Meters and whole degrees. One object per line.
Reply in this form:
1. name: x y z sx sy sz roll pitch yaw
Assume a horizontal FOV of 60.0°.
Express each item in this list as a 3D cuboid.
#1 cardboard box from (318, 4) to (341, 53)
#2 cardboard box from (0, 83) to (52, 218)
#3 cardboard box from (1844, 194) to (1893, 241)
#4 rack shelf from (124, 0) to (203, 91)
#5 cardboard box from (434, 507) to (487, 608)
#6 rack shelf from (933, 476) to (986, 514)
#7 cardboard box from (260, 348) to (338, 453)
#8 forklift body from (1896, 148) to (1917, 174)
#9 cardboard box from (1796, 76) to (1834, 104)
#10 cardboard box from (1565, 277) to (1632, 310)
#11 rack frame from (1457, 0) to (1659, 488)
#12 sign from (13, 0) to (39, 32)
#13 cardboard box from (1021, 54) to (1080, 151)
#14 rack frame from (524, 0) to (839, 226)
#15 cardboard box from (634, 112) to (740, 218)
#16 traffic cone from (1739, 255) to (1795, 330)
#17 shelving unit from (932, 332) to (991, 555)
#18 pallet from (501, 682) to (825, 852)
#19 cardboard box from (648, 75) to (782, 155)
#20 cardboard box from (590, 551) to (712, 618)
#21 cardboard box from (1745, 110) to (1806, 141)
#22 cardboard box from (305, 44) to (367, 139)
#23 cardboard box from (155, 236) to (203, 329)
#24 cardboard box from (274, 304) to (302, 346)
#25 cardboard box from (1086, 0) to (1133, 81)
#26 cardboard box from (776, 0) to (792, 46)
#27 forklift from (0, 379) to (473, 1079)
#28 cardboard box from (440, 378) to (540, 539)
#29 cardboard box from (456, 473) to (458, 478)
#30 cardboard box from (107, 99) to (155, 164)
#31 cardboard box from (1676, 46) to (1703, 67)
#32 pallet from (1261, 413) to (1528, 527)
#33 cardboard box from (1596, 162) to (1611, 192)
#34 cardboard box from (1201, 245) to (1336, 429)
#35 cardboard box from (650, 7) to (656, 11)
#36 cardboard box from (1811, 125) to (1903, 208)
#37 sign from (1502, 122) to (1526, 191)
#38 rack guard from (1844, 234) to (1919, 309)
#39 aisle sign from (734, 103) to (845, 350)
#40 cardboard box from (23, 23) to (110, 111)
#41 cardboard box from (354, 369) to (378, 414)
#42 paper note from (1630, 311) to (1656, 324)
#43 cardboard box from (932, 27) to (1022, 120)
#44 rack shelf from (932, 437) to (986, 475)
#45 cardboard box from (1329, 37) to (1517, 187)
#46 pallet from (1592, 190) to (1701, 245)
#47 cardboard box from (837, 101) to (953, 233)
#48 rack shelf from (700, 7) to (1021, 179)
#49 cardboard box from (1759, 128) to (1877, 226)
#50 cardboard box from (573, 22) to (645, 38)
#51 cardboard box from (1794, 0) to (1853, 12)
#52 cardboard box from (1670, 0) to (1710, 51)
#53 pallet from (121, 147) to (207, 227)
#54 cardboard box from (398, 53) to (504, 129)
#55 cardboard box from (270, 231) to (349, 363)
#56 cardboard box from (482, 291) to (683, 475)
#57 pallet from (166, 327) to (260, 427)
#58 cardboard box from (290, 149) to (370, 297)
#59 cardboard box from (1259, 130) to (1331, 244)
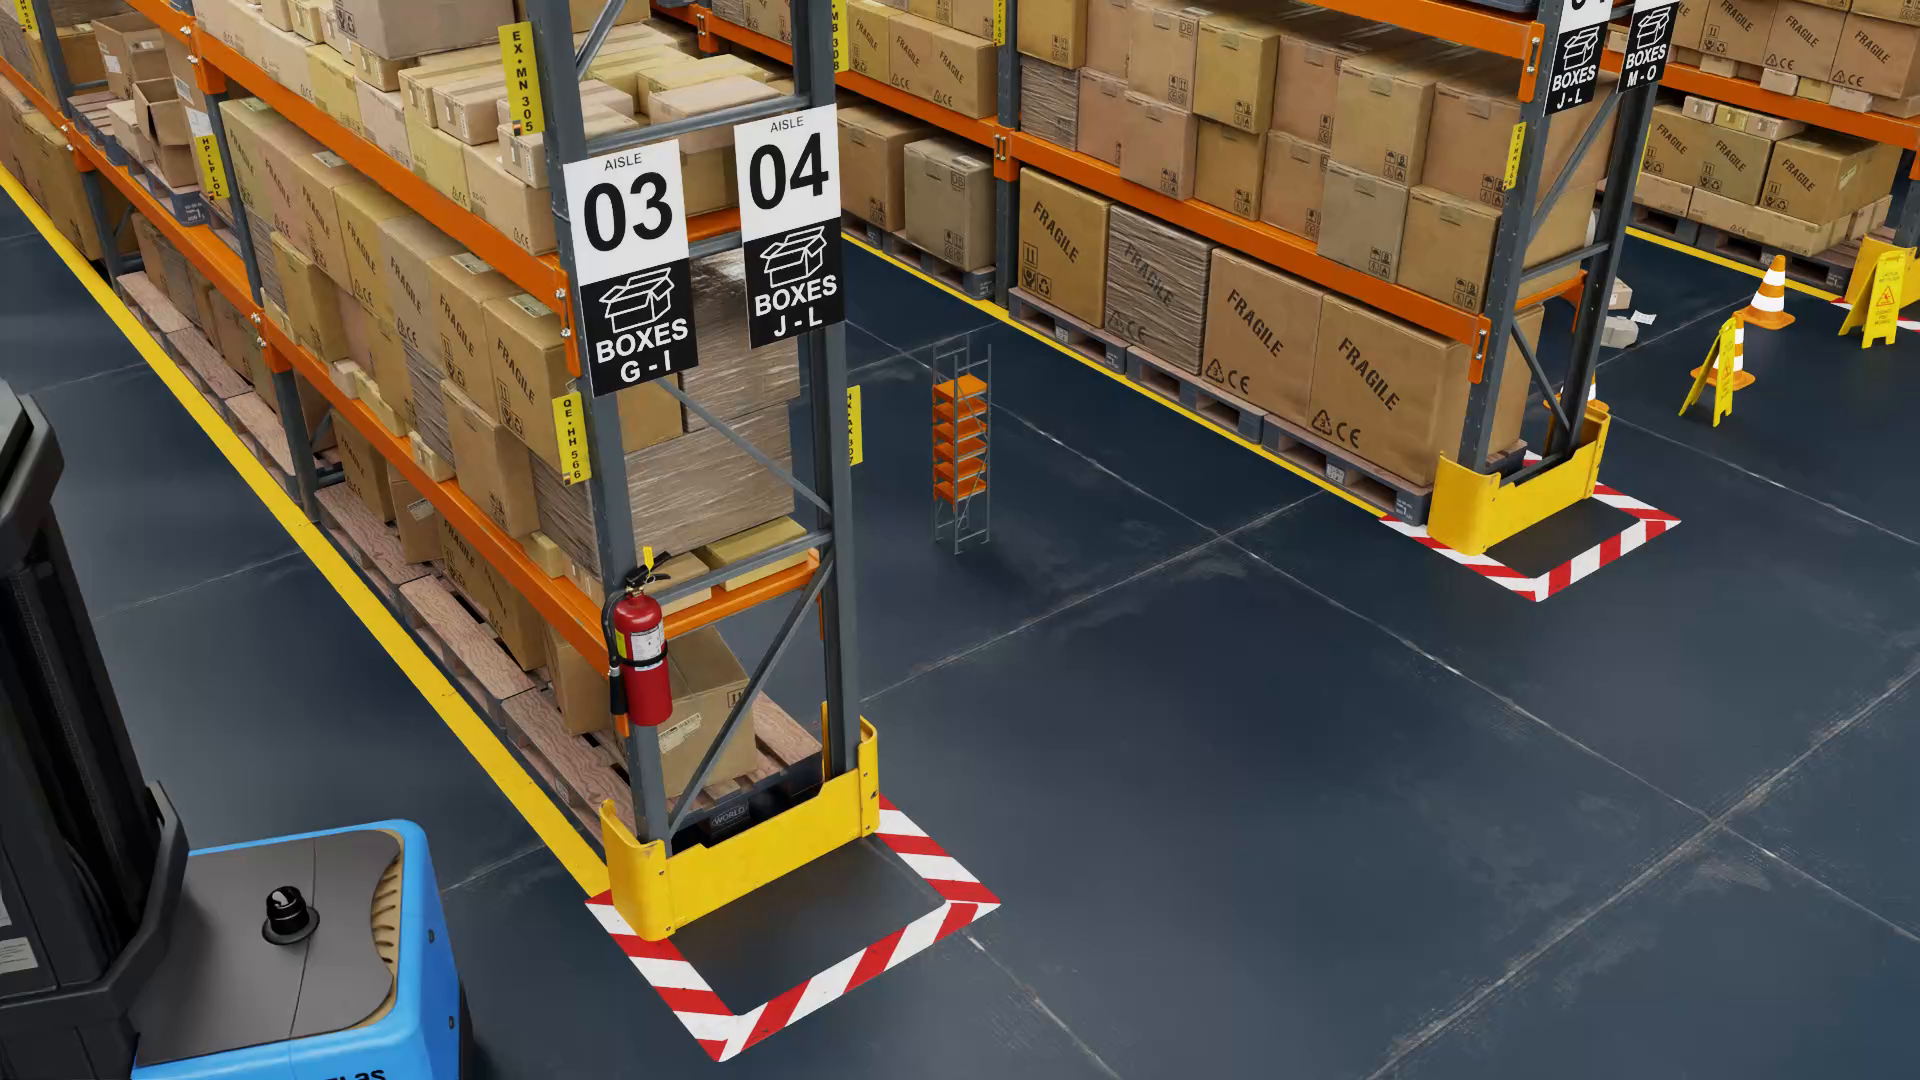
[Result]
1. cardboard box: -2.326 -2.065 6.653 0.380 0.149 0.250 -21 38 -30
2. cardboard box: -6.697 -3.159 13.109 1.225 0.875 0.875 -22 38 -31
3. cardboard box: 6.708 -2.523 12.677 0.500 0.250 0.500 -23 38 -32
4. rack shelf: -4.523 -3.350 9.640 1.077 0.370 4.000 -22 38 -31
5. cardboard box: -2.283 -0.015 8.403 0.500 0.500 0.500 -26 40 -35
6. rack shelf: 0.009 -0.262 9.074 0.258 0.103 0.180 -22 38 -31
7. cardboard box: -3.656 -0.936 9.866 0.700 0.500 0.500 -26 40 -35
8. forklift body: 8.299 -4.534 14.512 2.313 2.155 1.214 -22 38 -31
9. cardboard box: 6.203 -3.250 11.879 0.380 0.149 0.250 -23 39 -32
10. cardboard box: 4.585 -1.768 11.956 0.380 0.149 0.250 -4 32 -7
11. rack frame: 3.136 -1.443 8.731 1.000 3.000 0.127 -22 38 -31
12. sign: -6.186 -3.526 10.987 0.100 0.325 0.005 -22 38 -31
13. cardboard box: 0.919 -3.024 11.134 0.875 0.550 0.550 -22 38 -31
14. rack frame: -0.844 -2.429 4.632 1.000 3.000 0.127 -22 38 -31
15. cardboard box: -0.935 -1.376 5.921 0.500 0.250 0.500 -21 38 -30
16. traffic cone: 5.702 -1.771 11.663 0.336 0.463 0.334 -22 38 -31
17. shelving unit: 0.009 -0.504 8.924 0.258 1.200 0.189 -22 38 -31
18. pallet: -1.361 0.922 7.565 1.003 0.211 1.213 -22 38 -31
19. cardboard box: -0.830 -1.450 5.663 0.380 0.149 0.250 -23 38 -32
20. cardboard box: -1.182 0.174 6.365 0.380 0.149 0.250 -22 38 -31
21. cardboard box: 6.009 -3.072 12.236 0.380 0.149 0.250 -21 38 -30
22. cardboard box: -2.269 -1.842 6.671 0.500 0.250 0.500 -23 39 -32
23. cardboard box: -4.973 -1.840 11.322 0.700 0.500 0.500 -26 40 -35
24. cardboard box: -3.259 -1.146 8.490 0.380 0.149 0.250 -22 38 -31
25. cardboard box: 1.311 -3.276 10.517 0.875 0.550 0.550 -22 38 -31
26. cardboard box: -1.085 -4.124 12.953 0.500 0.500 0.500 -22 38 -31
27. forklift: -3.179 1.043 4.792 3.031 2.935 1.130 -7 33 -12
28. cardboard box: -1.561 -0.457 6.767 0.875 0.500 0.500 -22 38 -31
29. cardboard box: -1.961 -0.342 7.195 0.380 0.149 0.250 -22 38 -31
30. cardboard box: -4.903 -2.557 10.268 0.500 0.250 0.500 -23 39 -33
31. cardboard box: 5.664 -3.710 12.619 0.380 0.149 0.250 -22 38 -31
32. pallet: 2.584 -0.567 9.963 1.003 0.211 1.213 -22 38 -31
33. cardboard box: 5.344 -2.992 13.433 0.500 0.250 0.500 -23 38 -32
34. cardboard box: 2.127 -1.347 10.191 0.875 0.875 0.875 -23 39 -32
35. cardboard box: -3.014 -4.837 15.455 0.500 0.250 0.500 -21 38 -30
36. cardboard box: 6.693 -2.851 12.495 0.500 0.500 0.500 -24 39 -33
37. sign: 2.699 -1.866 8.090 0.100 0.325 0.005 -22 38 -31
38. rack guard: 6.938 -2.057 12.088 1.175 0.500 0.348 -22 38 -31
39. aisle sign: -0.569 -1.056 5.644 0.394 0.787 0.004 -22 38 -31
40. cardboard box: -6.248 -3.383 11.759 0.500 0.500 0.500 -21 38 -30
41. cardboard box: -2.616 -0.741 7.839 0.380 0.149 0.250 -22 38 -31
42. paper note: 4.832 -1.576 11.758 0.142 0.019 0.148 18 36 27
43. cardboard box: 0.152 -3.284 11.600 0.500 0.500 0.500 -23 38 -32
44. rack shelf: 0.009 -0.466 8.947 0.258 0.103 0.180 -22 38 -31
45. cardboard box: 2.529 -2.332 8.997 0.875 0.550 0.550 -22 38 -31
46. pallet: 5.723 -2.792 13.546 1.003 0.211 1.213 -22 38 -31
47. cardboard box: -0.357 -2.966 12.917 1.050 0.750 0.750 -22 38 -31
48. rack shelf: -0.543 -3.638 12.947 1.077 0.370 4.000 -22 38 -31
49. cardboard box: 6.287 -2.666 12.196 0.500 0.500 0.500 -22 38 -31
50. cardboard box: -1.421 -1.894 6.378 0.380 0.149 0.250 -22 38 -32
51. cardboard box: 6.194 -4.036 11.581 0.700 0.500 0.500 -22 38 -31
52. cardboard box: 5.531 -4.030 12.519 0.500 0.500 0.500 -22 38 -31
53. pallet: -4.503 -2.322 10.327 1.003 0.211 1.213 -22 38 -31
54. cardboard box: -1.755 -1.597 5.900 0.380 0.149 0.250 -22 38 -31
55. cardboard box: -2.791 -1.289 8.106 0.875 0.500 0.500 -22 38 -31
56. cardboard box: -1.376 -0.624 6.087 0.500 0.500 0.500 -22 38 -31
57. pallet: -4.527 -1.196 10.976 1.003 0.211 1.213 -22 38 -31
58. cardboard box: -2.608 -1.455 7.426 0.500 0.500 0.500 -22 38 -31
59. cardboard box: 2.274 -2.143 9.716 0.875 0.550 0.550 -22 38 -31
